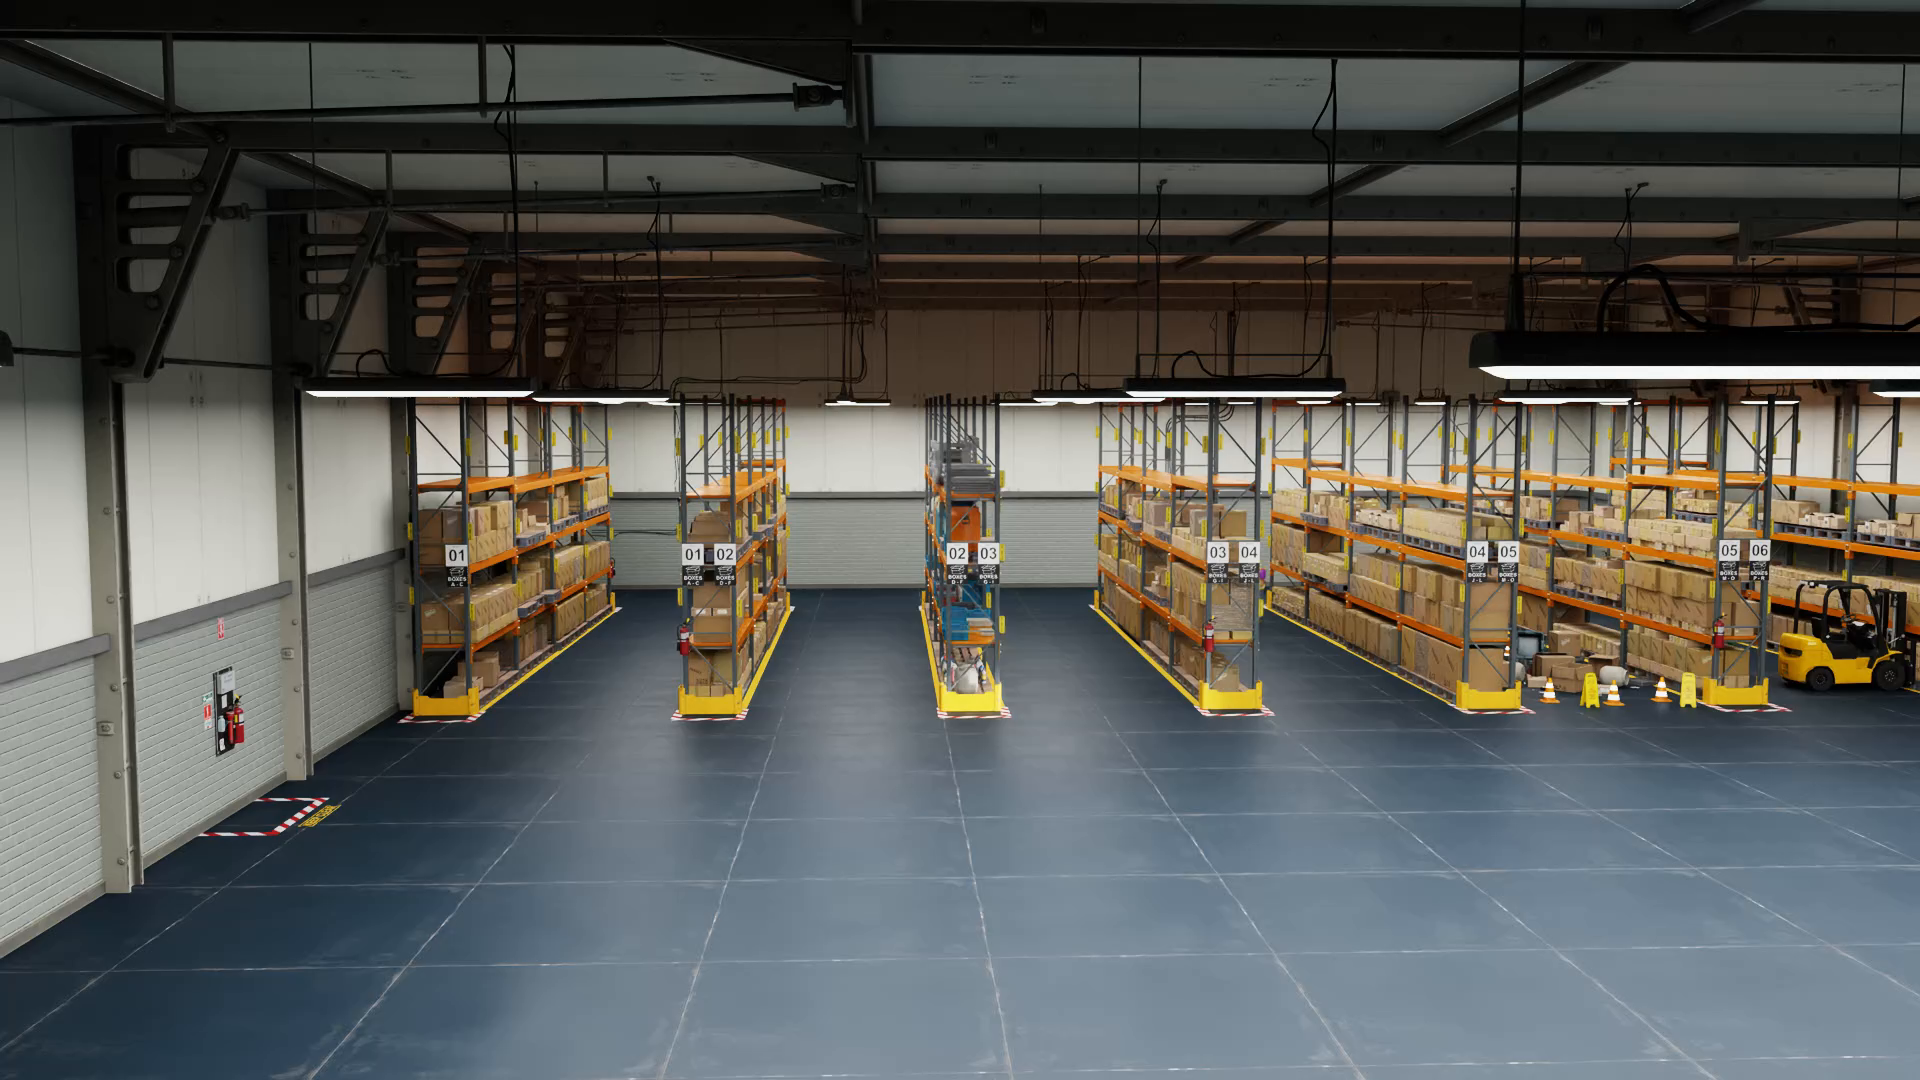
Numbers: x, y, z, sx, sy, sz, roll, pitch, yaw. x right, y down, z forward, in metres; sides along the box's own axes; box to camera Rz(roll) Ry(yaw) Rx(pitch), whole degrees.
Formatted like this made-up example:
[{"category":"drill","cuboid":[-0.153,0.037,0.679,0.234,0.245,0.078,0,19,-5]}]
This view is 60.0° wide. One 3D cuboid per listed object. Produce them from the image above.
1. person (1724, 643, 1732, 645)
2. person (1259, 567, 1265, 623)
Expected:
[{"category":"person","cuboid":[16.746,1.966,36.324,0.430,1.797,0.582,3,5,32]},{"category":"person","cuboid":[7.880,1.327,44.308,0.410,1.767,0.599,-1,5,-13]}]
